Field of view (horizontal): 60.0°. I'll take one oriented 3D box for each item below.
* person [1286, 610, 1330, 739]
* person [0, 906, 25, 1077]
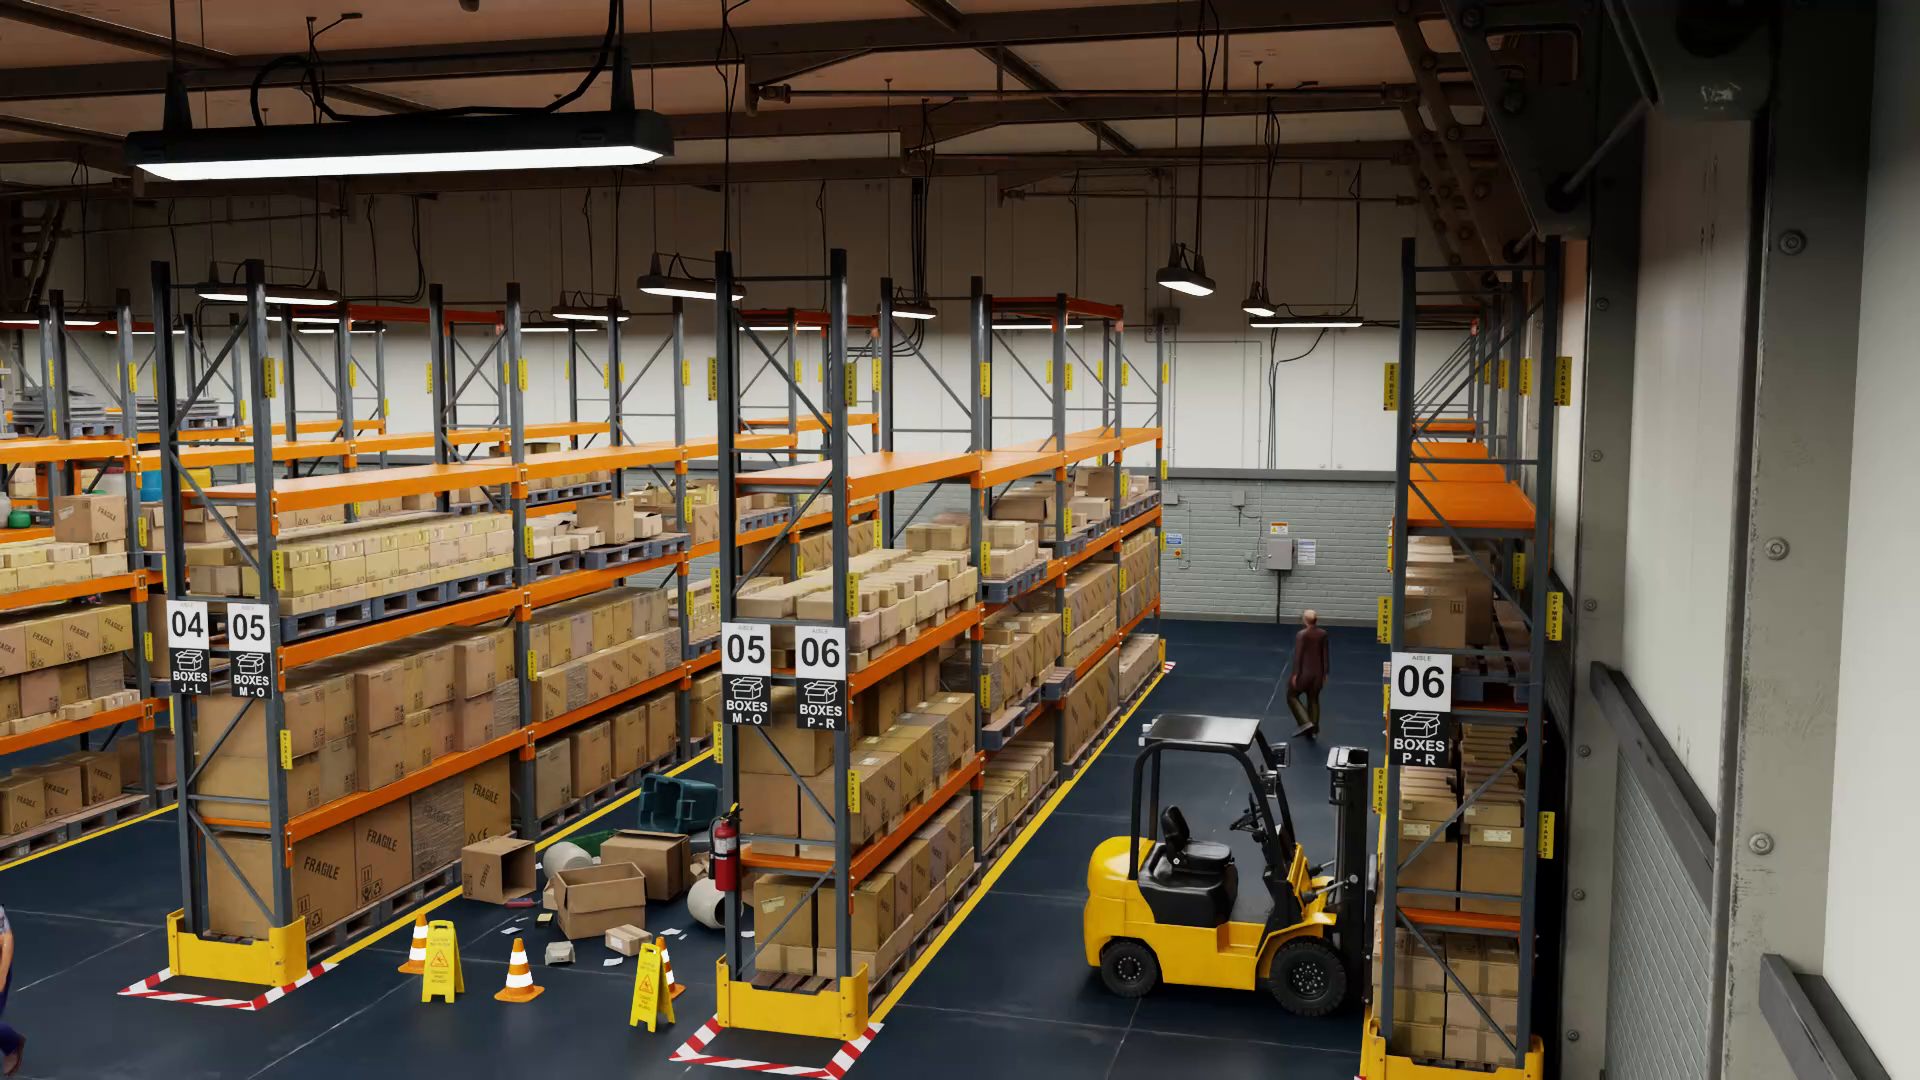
[{"bbox_3d":[4.847,1.852,22.971,0.622,1.779,0.539,-3,7,-26],"label":"person"},{"bbox_3d":[-7.003,3.116,11.899,0.568,1.631,0.553,1,6,10],"label":"person"}]
